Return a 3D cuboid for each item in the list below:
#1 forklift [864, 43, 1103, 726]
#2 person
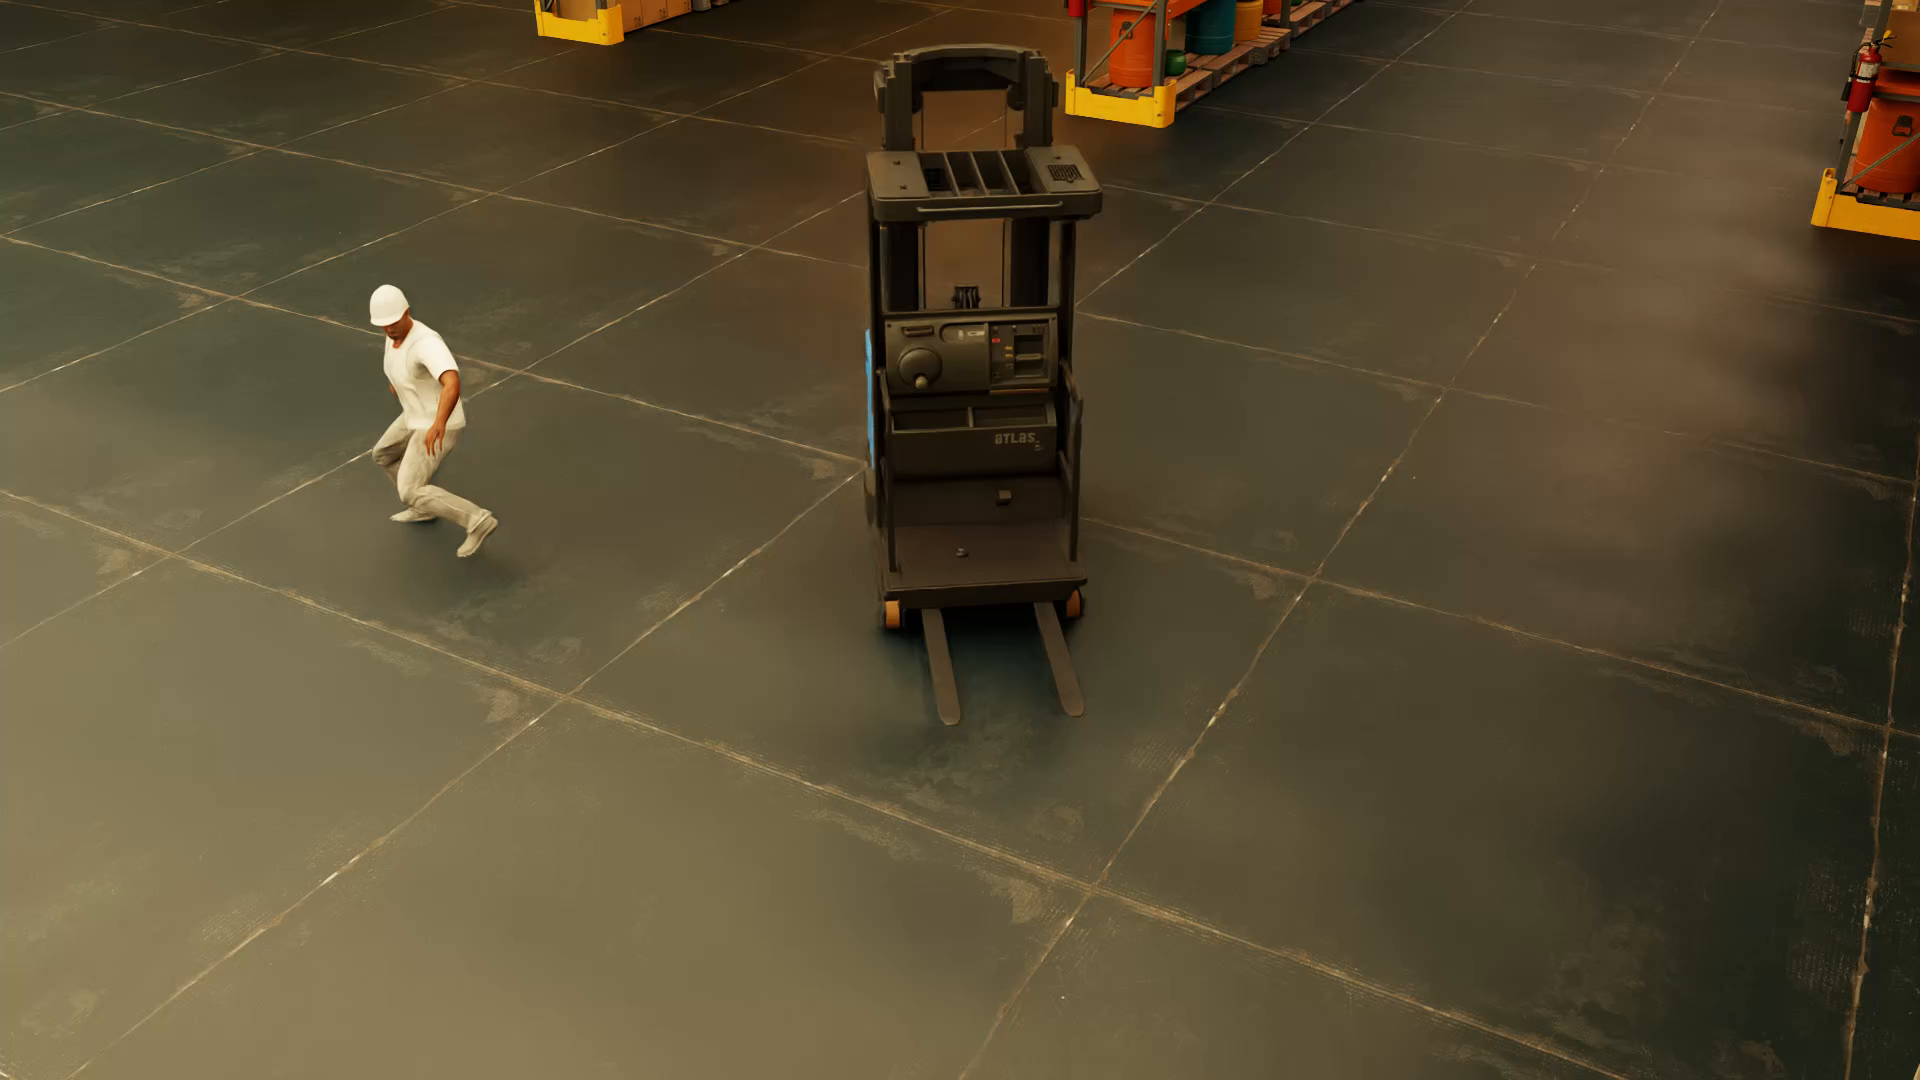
[{"bbox_3d":[0.091,-0.956,8.727,1.130,2.935,3.031,-3,30,-6],"label":"forklift"},{"bbox_3d":[-3.164,-0.727,9.694,0.512,1.639,1.193,-16,34,-26],"label":"person"}]
